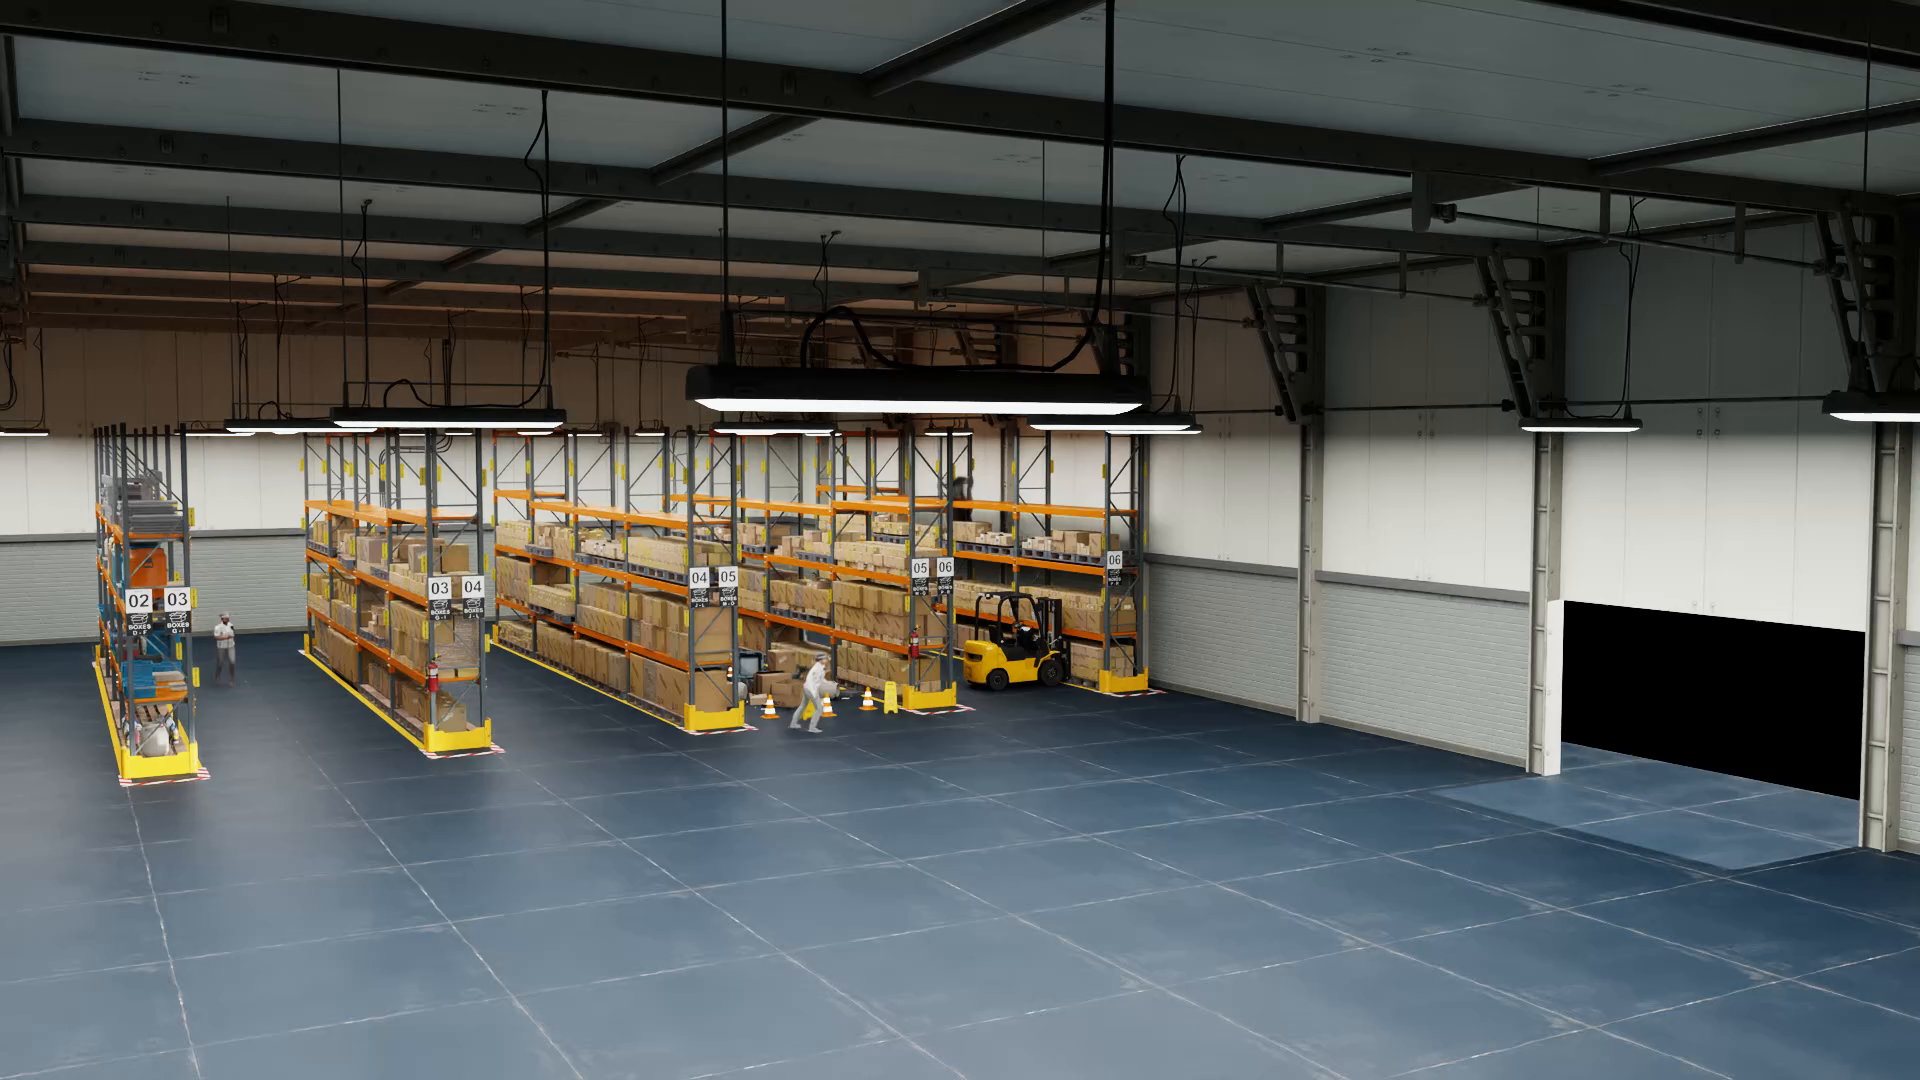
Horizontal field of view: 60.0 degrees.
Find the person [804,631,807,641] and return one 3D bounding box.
[{"bbox_3d":[-4.612,2.077,46.671,0.861,1.749,0.721,1,4,16],"label":"person"}]

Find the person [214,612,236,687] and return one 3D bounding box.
[{"bbox_3d":[-17.083,2.531,38.630,0.531,1.739,0.862,-3,5,-44],"label":"person"}]

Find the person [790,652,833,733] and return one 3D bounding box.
[{"bbox_3d":[-2.893,2.969,32.548,0.835,1.608,0.645,0,3,-8],"label":"person"}]
